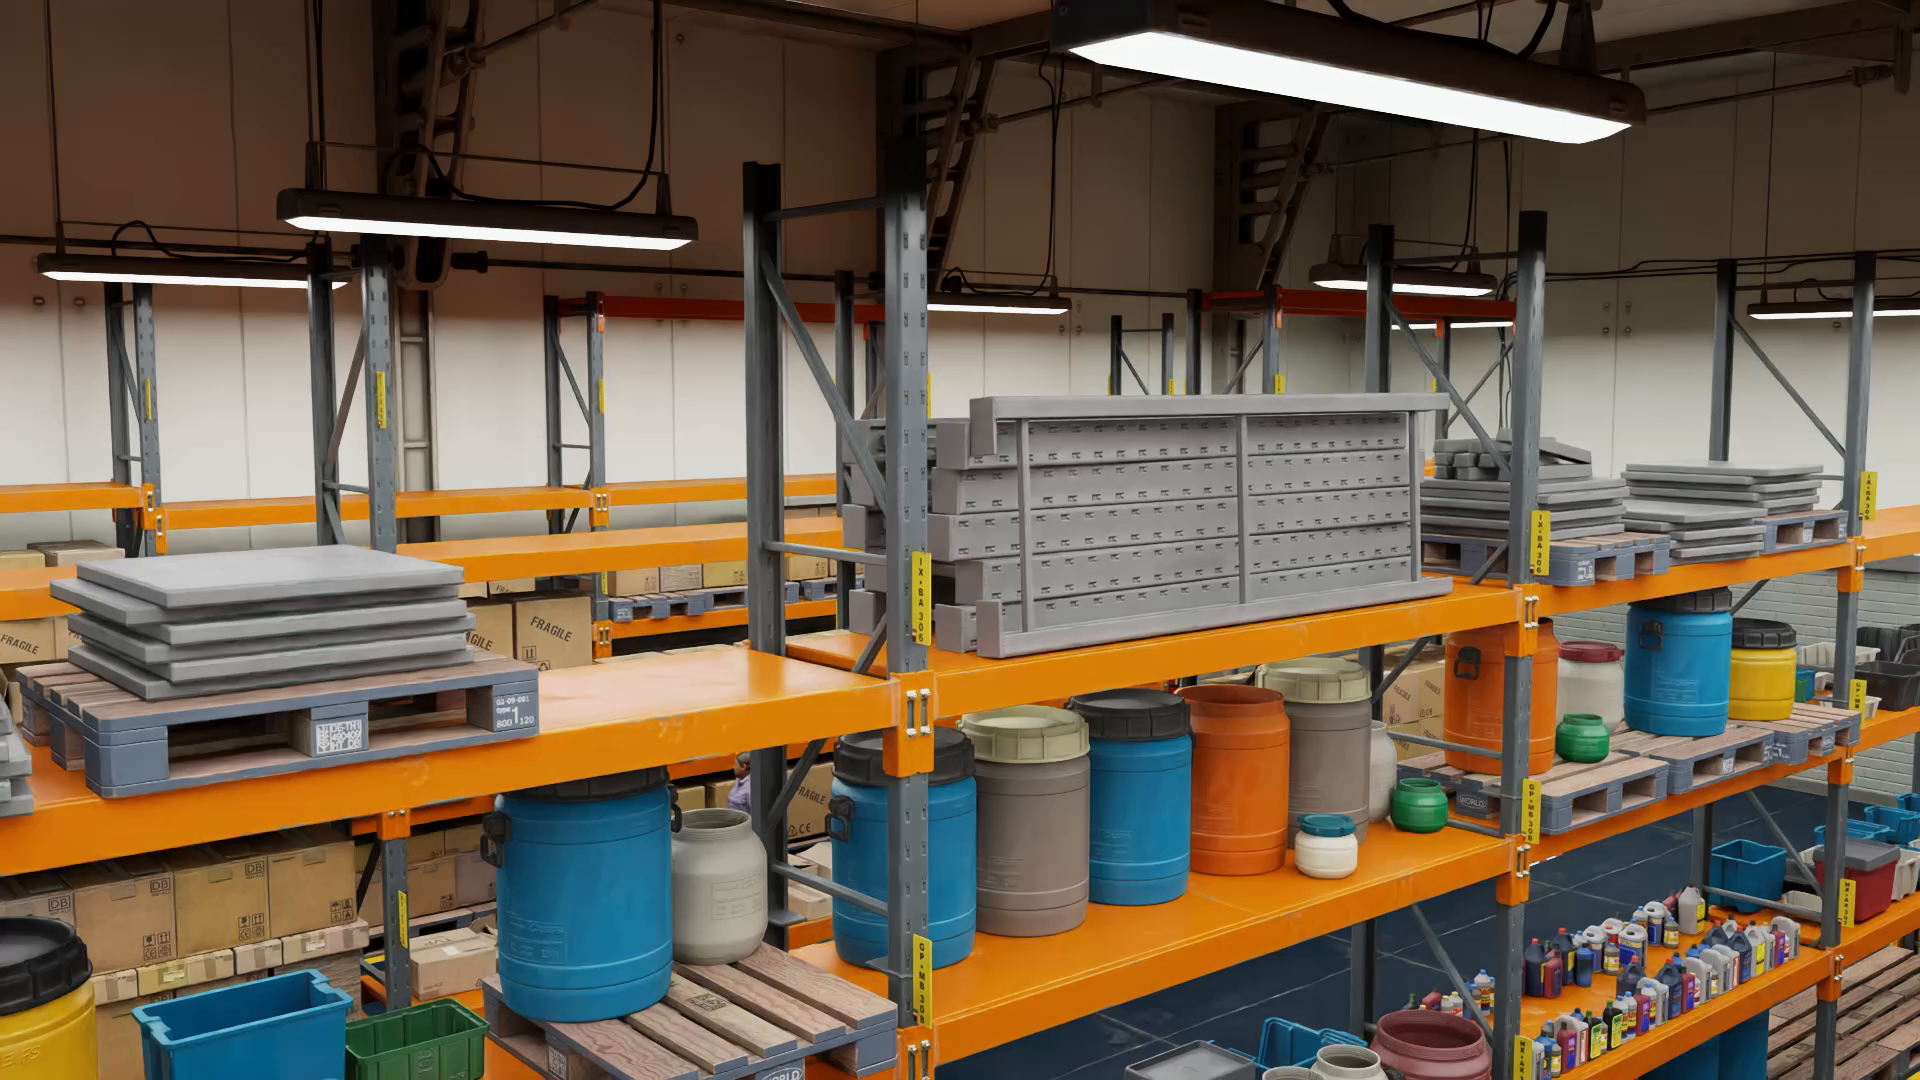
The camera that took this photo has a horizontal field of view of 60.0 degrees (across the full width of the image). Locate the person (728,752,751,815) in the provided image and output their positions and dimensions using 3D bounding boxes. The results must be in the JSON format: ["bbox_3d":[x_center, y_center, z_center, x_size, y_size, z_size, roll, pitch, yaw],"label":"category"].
[{"bbox_3d":[-2.083,2.827,15.848,0.908,1.598,0.501,-4,7,-33],"label":"person"}]
